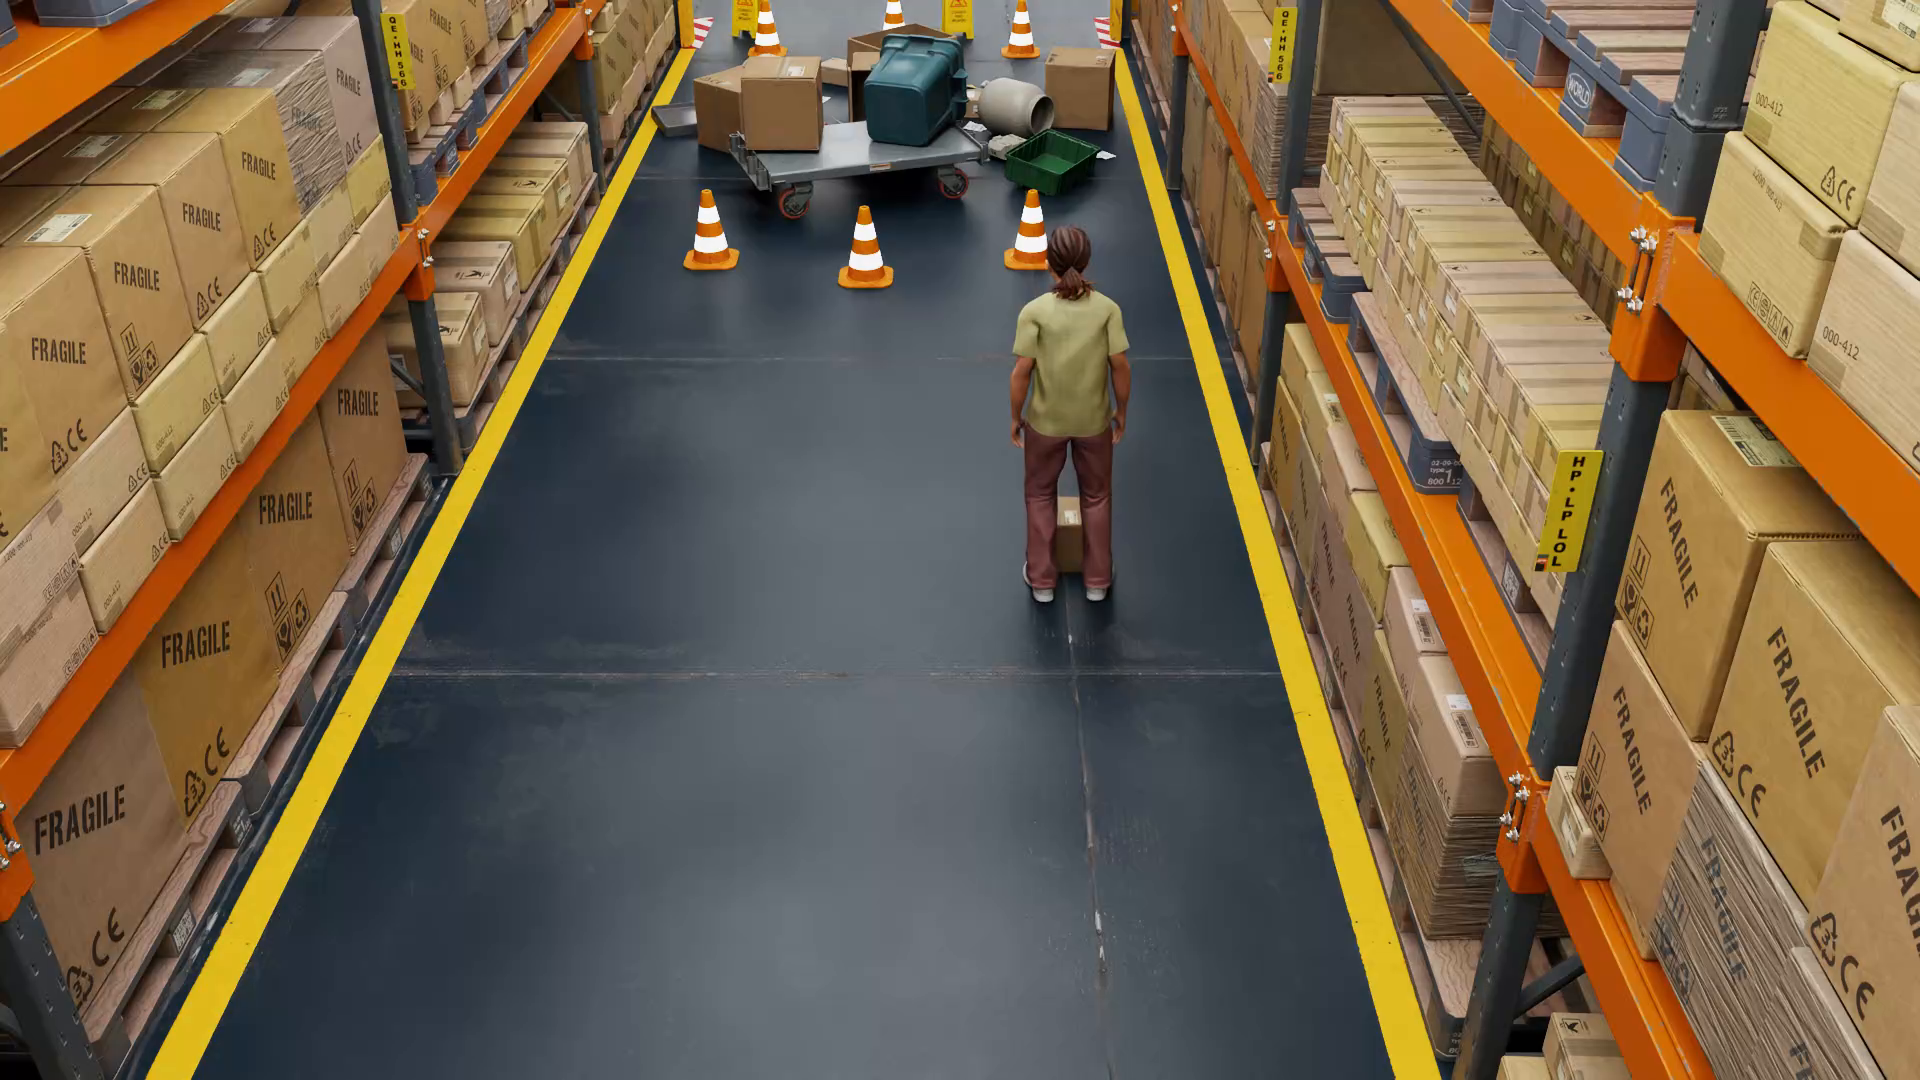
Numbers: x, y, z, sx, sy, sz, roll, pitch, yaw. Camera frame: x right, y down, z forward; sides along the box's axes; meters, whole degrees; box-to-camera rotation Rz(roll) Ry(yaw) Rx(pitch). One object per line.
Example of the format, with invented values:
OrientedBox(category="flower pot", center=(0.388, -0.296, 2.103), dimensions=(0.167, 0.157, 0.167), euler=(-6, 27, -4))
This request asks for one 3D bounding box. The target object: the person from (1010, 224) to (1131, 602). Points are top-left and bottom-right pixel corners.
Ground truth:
OrientedBox(category="person", center=(0.454, -0.401, 7.012), dimensions=(0.496, 1.436, 0.346), euler=(-1, 32, -2))
